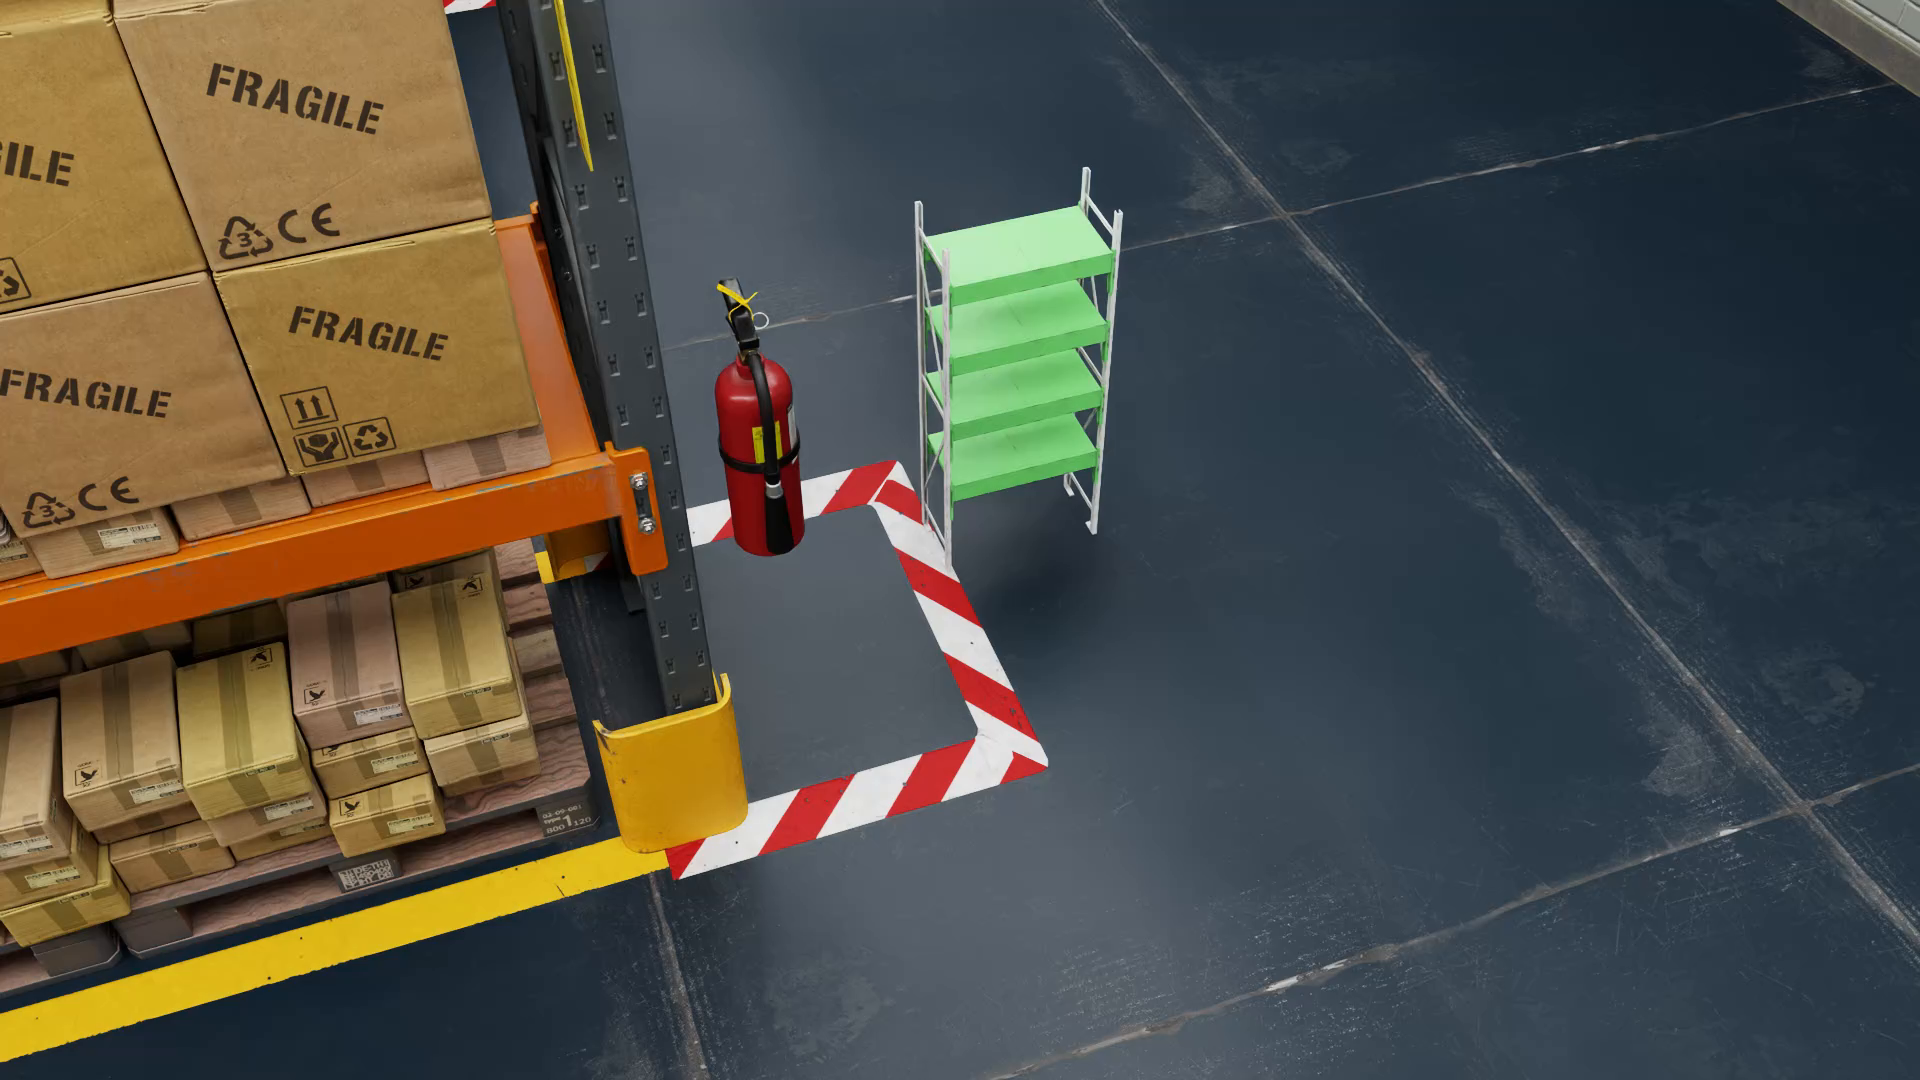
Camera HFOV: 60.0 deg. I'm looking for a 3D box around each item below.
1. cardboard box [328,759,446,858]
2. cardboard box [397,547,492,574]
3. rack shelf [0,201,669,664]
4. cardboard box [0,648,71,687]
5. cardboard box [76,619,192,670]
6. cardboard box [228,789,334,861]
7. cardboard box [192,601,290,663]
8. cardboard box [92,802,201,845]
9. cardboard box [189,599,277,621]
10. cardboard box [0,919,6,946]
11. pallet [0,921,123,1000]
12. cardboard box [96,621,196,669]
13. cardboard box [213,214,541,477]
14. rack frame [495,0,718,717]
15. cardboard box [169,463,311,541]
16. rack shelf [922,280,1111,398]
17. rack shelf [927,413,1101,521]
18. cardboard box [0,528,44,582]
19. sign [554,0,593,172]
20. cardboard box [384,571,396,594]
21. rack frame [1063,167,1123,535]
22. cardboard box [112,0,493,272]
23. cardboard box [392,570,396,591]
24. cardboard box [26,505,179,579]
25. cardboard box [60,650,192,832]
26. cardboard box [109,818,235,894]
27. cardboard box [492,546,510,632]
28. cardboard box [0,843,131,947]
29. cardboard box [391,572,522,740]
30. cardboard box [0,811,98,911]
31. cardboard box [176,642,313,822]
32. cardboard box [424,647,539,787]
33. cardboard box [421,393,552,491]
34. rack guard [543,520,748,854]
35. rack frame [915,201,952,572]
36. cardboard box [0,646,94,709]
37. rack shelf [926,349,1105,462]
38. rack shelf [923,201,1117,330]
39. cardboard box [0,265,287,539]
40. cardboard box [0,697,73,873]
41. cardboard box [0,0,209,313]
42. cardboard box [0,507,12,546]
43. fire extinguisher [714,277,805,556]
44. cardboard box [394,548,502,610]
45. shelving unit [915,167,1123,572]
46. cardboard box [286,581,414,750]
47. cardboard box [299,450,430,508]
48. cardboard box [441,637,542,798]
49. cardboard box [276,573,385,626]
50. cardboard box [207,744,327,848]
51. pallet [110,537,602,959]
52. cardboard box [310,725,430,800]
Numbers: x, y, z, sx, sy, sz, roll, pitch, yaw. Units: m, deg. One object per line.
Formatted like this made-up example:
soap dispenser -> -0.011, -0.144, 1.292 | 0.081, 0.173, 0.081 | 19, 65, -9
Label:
cardboard box -> -1.477, 0.592, 4.258 | 0.250, 0.149, 0.380 | -13, 47, -13
cardboard box -> -1.453, -0.113, 4.541 | 0.250, 0.149, 0.380 | -16, 47, -16
rack shelf -> -2.726, 0.074, 3.566 | 4.000, 0.370, 1.077 | -14, 47, -14
cardboard box -> -2.421, 0.184, 4.245 | 0.250, 0.149, 0.380 | -13, 46, -12
cardboard box -> -2.157, 0.124, 4.305 | 0.250, 0.149, 0.380 | -16, 47, -16
cardboard box -> -1.755, 0.598, 4.252 | 0.250, 0.149, 0.380 | -15, 47, -14
cardboard box -> -1.902, 0.194, 4.446 | 0.250, 0.149, 0.380 | -14, 47, -13
cardboard box -> -2.020, 0.532, 4.109 | 0.250, 0.149, 0.380 | -15, 47, -14
cardboard box -> -1.952, 0.009, 4.420 | 0.250, 0.149, 0.380 | -14, 47, -14
cardboard box -> -2.465, 0.822, 4.029 | 0.250, 0.149, 0.380 | -13, 47, -13
pallet -> -2.838, 0.805, 4.299 | 1.213, 0.211, 1.003 | -14, 47, -14
cardboard box -> -2.180, 0.183, 4.456 | 0.250, 0.149, 0.380 | -13, 47, -13
cardboard box -> -1.180, -0.521, 3.371 | 0.500, 0.500, 0.500 | -13, 47, -13
rack frame -> -0.845, -0.661, 3.791 | 0.127, 3.000, 1.000 | -14, 47, -14
cardboard box -> -1.533, -0.200, 3.509 | 0.250, 0.149, 0.380 | -15, 47, -14
rack shelf -> 0.156, -0.588, 4.740 | 0.480, 0.148, 0.258 | -14, 47, -14
rack shelf -> 0.156, -0.249, 5.080 | 0.480, 0.148, 0.258 | -14, 47, -14
cardboard box -> -2.023, -0.079, 3.389 | 0.250, 0.149, 0.380 | -16, 47, -16
sign -> -0.675, -0.806, 2.895 | 0.005, 0.325, 0.100 | -14, 47, -14
cardboard box -> -1.702, 0.076, 4.563 | 0.250, 0.149, 0.380 | -15, 47, -14
rack frame -> 0.385, -0.522, 4.923 | 0.015, 1.200, 0.240 | -14, 47, -14
cardboard box -> -1.191, -0.878, 3.021 | 0.500, 0.500, 0.500 | -15, 47, -15
cardboard box -> -1.665, 0.228, 4.622 | 0.250, 0.149, 0.380 | -15, 47, -14
cardboard box -> -1.765, -0.123, 3.432 | 0.250, 0.149, 0.380 | -13, 47, -13
cardboard box -> -1.978, 0.473, 3.957 | 0.250, 0.149, 0.380 | -16, 47, -15
cardboard box -> -1.982, 0.667, 4.184 | 0.250, 0.149, 0.380 | -14, 47, -13
cardboard box -> -1.446, 0.110, 4.739 | 0.250, 0.149, 0.380 | -13, 47, -13
cardboard box -> -2.201, 0.770, 4.081 | 0.250, 0.149, 0.380 | -16, 47, -16
cardboard box -> -1.257, 0.284, 4.146 | 0.250, 0.149, 0.380 | -14, 47, -13
cardboard box -> -2.215, 0.669, 3.972 | 0.250, 0.149, 0.380 | -14, 47, -13
cardboard box -> -1.713, 0.453, 3.977 | 0.250, 0.149, 0.380 | -15, 47, -15
cardboard box -> -1.244, 0.410, 4.230 | 0.250, 0.149, 0.380 | -16, 47, -15
cardboard box -> -1.056, -0.305, 3.614 | 0.250, 0.149, 0.380 | -14, 47, -14
rack guard -> -0.916, 0.240, 4.658 | 0.348, 0.500, 1.175 | -14, 47, -14
rack frame -> -0.074, -0.405, 4.806 | 0.015, 1.200, 0.240 | -14, 47, -14
cardboard box -> -2.397, 0.310, 4.330 | 0.250, 0.149, 0.380 | -16, 47, -16
rack shelf -> 0.156, -0.418, 4.910 | 0.480, 0.148, 0.258 | -14, 47, -14
rack shelf -> 0.156, -0.757, 4.570 | 0.480, 0.148, 0.258 | -14, 47, -14
cardboard box -> -1.666, -0.401, 3.251 | 0.500, 0.500, 0.500 | -15, 47, -15
cardboard box -> -2.212, 0.574, 3.856 | 0.250, 0.149, 0.380 | -13, 46, -12
cardboard box -> -1.668, -0.756, 2.899 | 0.500, 0.500, 0.500 | -16, 47, -15
cardboard box -> -2.140, -0.273, 3.123 | 0.500, 0.500, 0.500 | -14, 47, -14
fire extinguisher -> -0.451, -0.255, 3.704 | 0.183, 0.674, 0.296 | -14, 47, -14
cardboard box -> -1.425, 0.047, 4.591 | 0.250, 0.149, 0.380 | -13, 46, -12
shelving unit -> 0.156, -0.463, 4.865 | 0.503, 1.200, 0.258 | -14, 47, -14
cardboard box -> -1.513, 0.306, 4.124 | 0.250, 0.149, 0.380 | -13, 47, -13
cardboard box -> -1.302, -0.270, 3.579 | 0.250, 0.149, 0.380 | -14, 47, -14
cardboard box -> -1.269, 0.463, 4.387 | 0.250, 0.149, 0.380 | -14, 47, -13
cardboard box -> -1.672, 0.034, 4.395 | 0.250, 0.149, 0.380 | -14, 47, -13
cardboard box -> -1.733, 0.536, 4.105 | 0.250, 0.149, 0.380 | -16, 47, -15
pallet -> -1.693, 0.514, 4.589 | 1.213, 0.211, 1.003 | -14, 47, -14
cardboard box -> -1.509, 0.437, 4.203 | 0.250, 0.149, 0.380 | -15, 47, -15
